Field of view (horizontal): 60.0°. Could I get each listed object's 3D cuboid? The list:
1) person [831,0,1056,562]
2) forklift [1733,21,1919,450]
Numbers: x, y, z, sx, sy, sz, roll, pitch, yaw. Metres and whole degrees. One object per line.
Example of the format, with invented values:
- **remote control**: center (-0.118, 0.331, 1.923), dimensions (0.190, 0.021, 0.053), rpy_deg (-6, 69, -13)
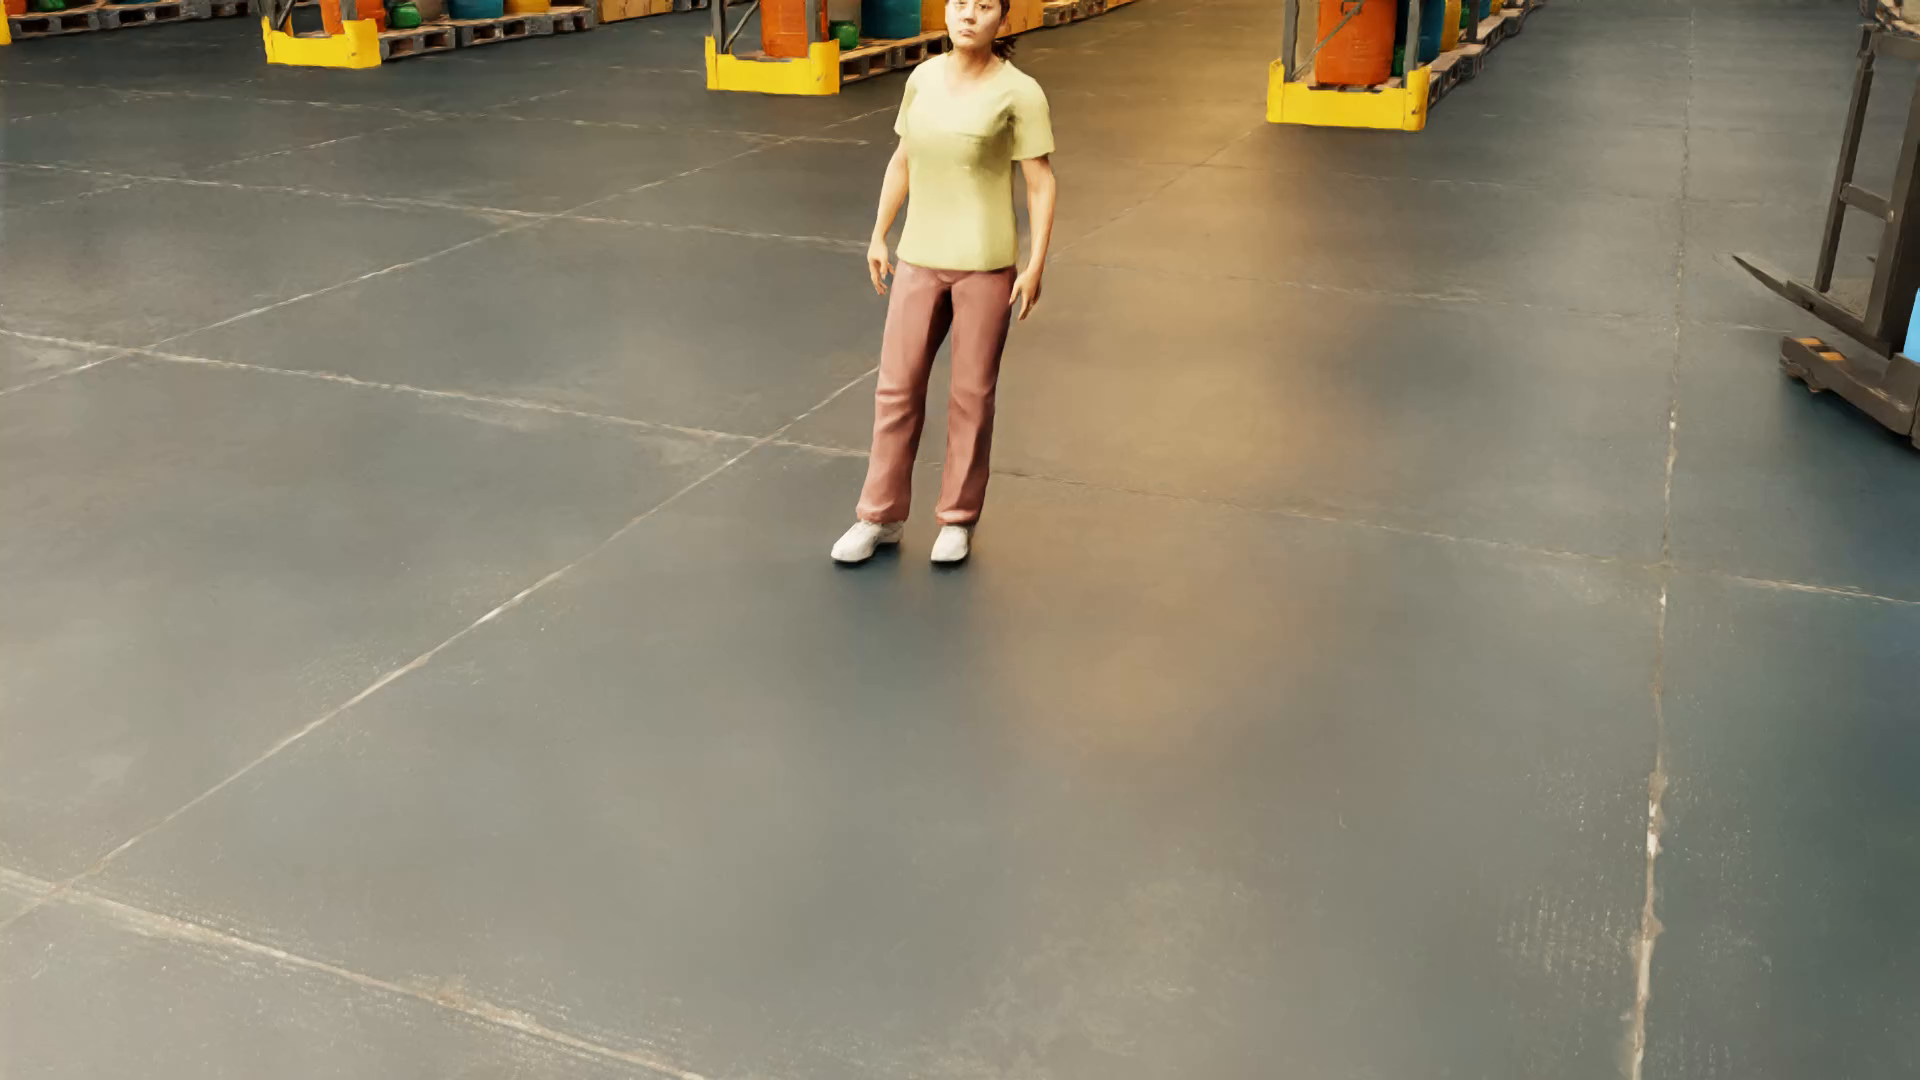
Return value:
- **person**: center (-0.038, -0.755, 4.708), dimensions (0.554, 1.674, 0.548), rpy_deg (9, 24, 21)
- **forklift**: center (3.845, -1.886, 5.804), dimensions (1.130, 2.935, 3.031), rpy_deg (1, 23, 2)
